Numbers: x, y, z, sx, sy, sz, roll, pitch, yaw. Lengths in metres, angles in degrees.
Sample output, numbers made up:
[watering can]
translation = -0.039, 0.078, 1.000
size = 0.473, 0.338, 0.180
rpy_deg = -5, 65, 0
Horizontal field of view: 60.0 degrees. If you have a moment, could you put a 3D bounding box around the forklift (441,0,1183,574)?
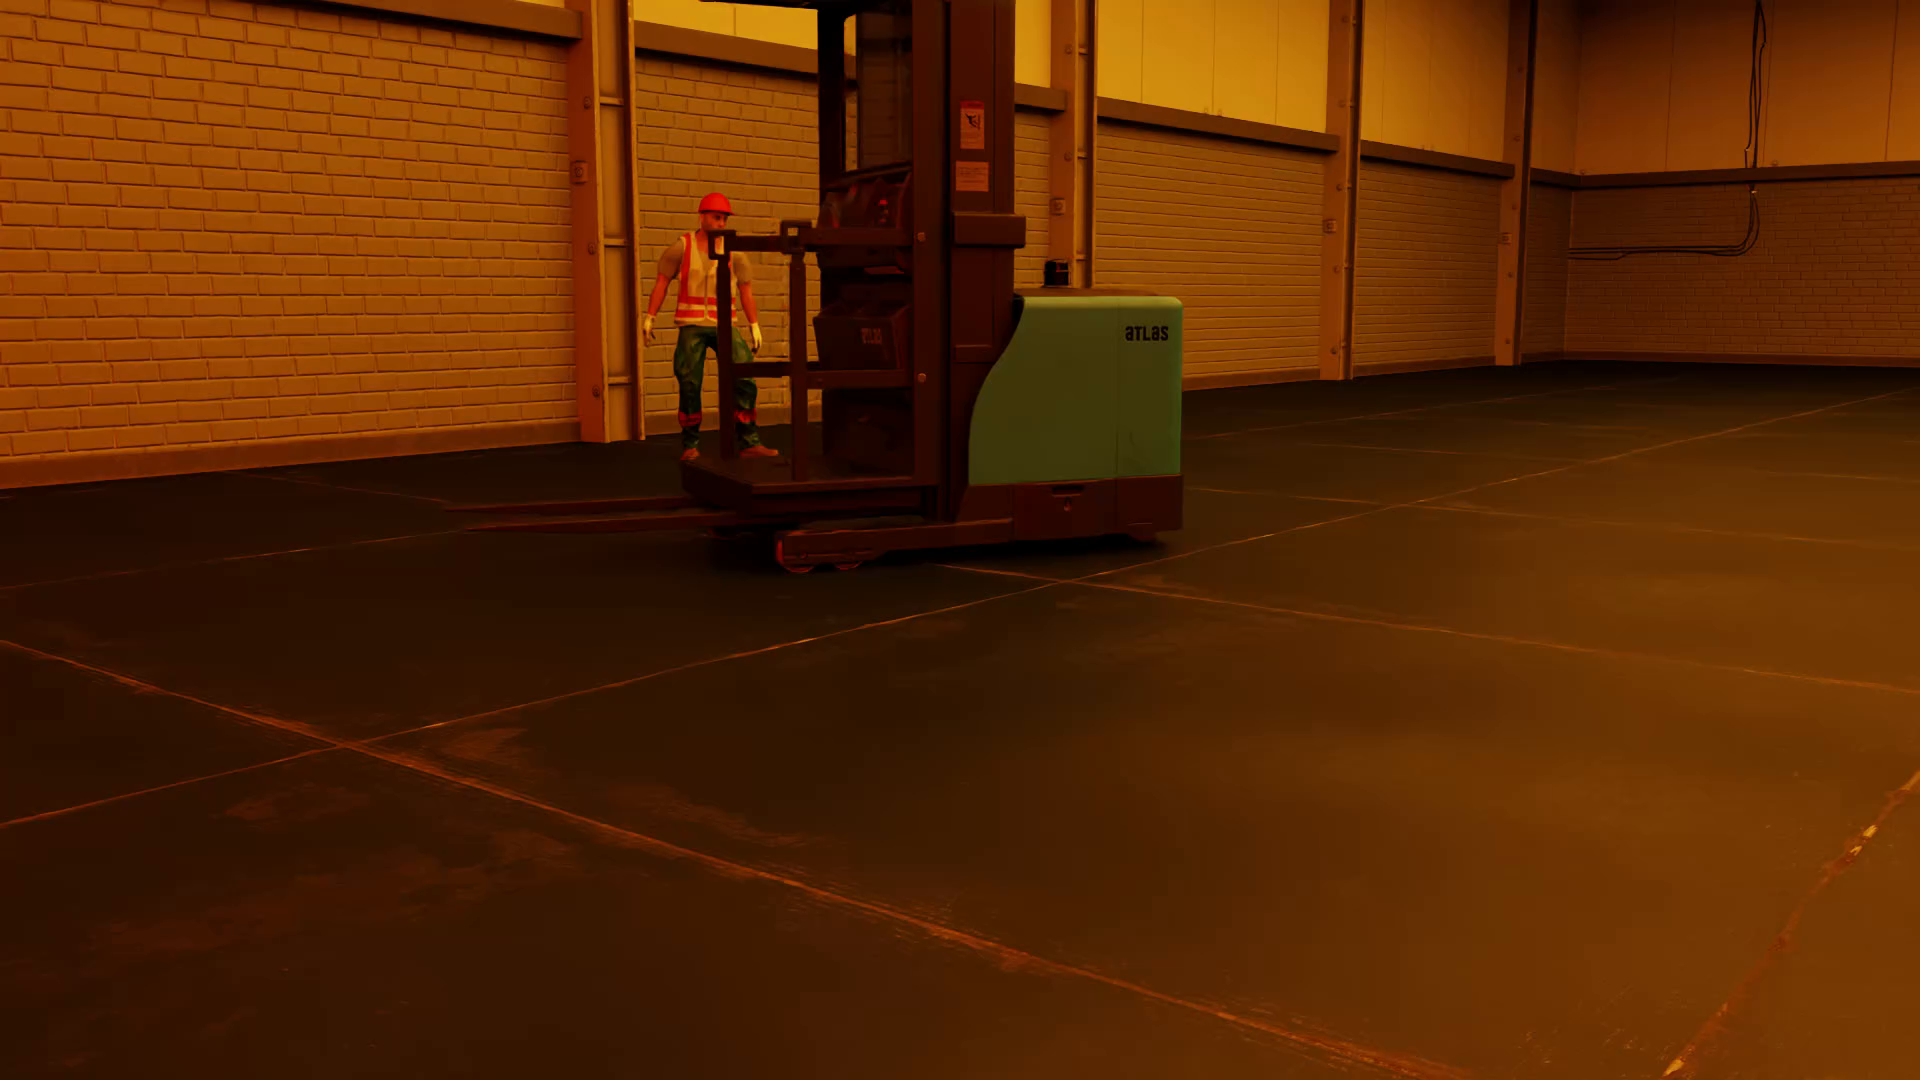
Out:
[forklift]
translation = -0.589, -1.405, 6.883
size = 3.031, 2.935, 1.130
rpy_deg = -4, 9, -24

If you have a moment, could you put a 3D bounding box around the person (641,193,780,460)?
[person]
translation = -1.648, -1.387, 10.923
size = 0.880, 1.747, 0.455
rpy_deg = -2, 8, -11
